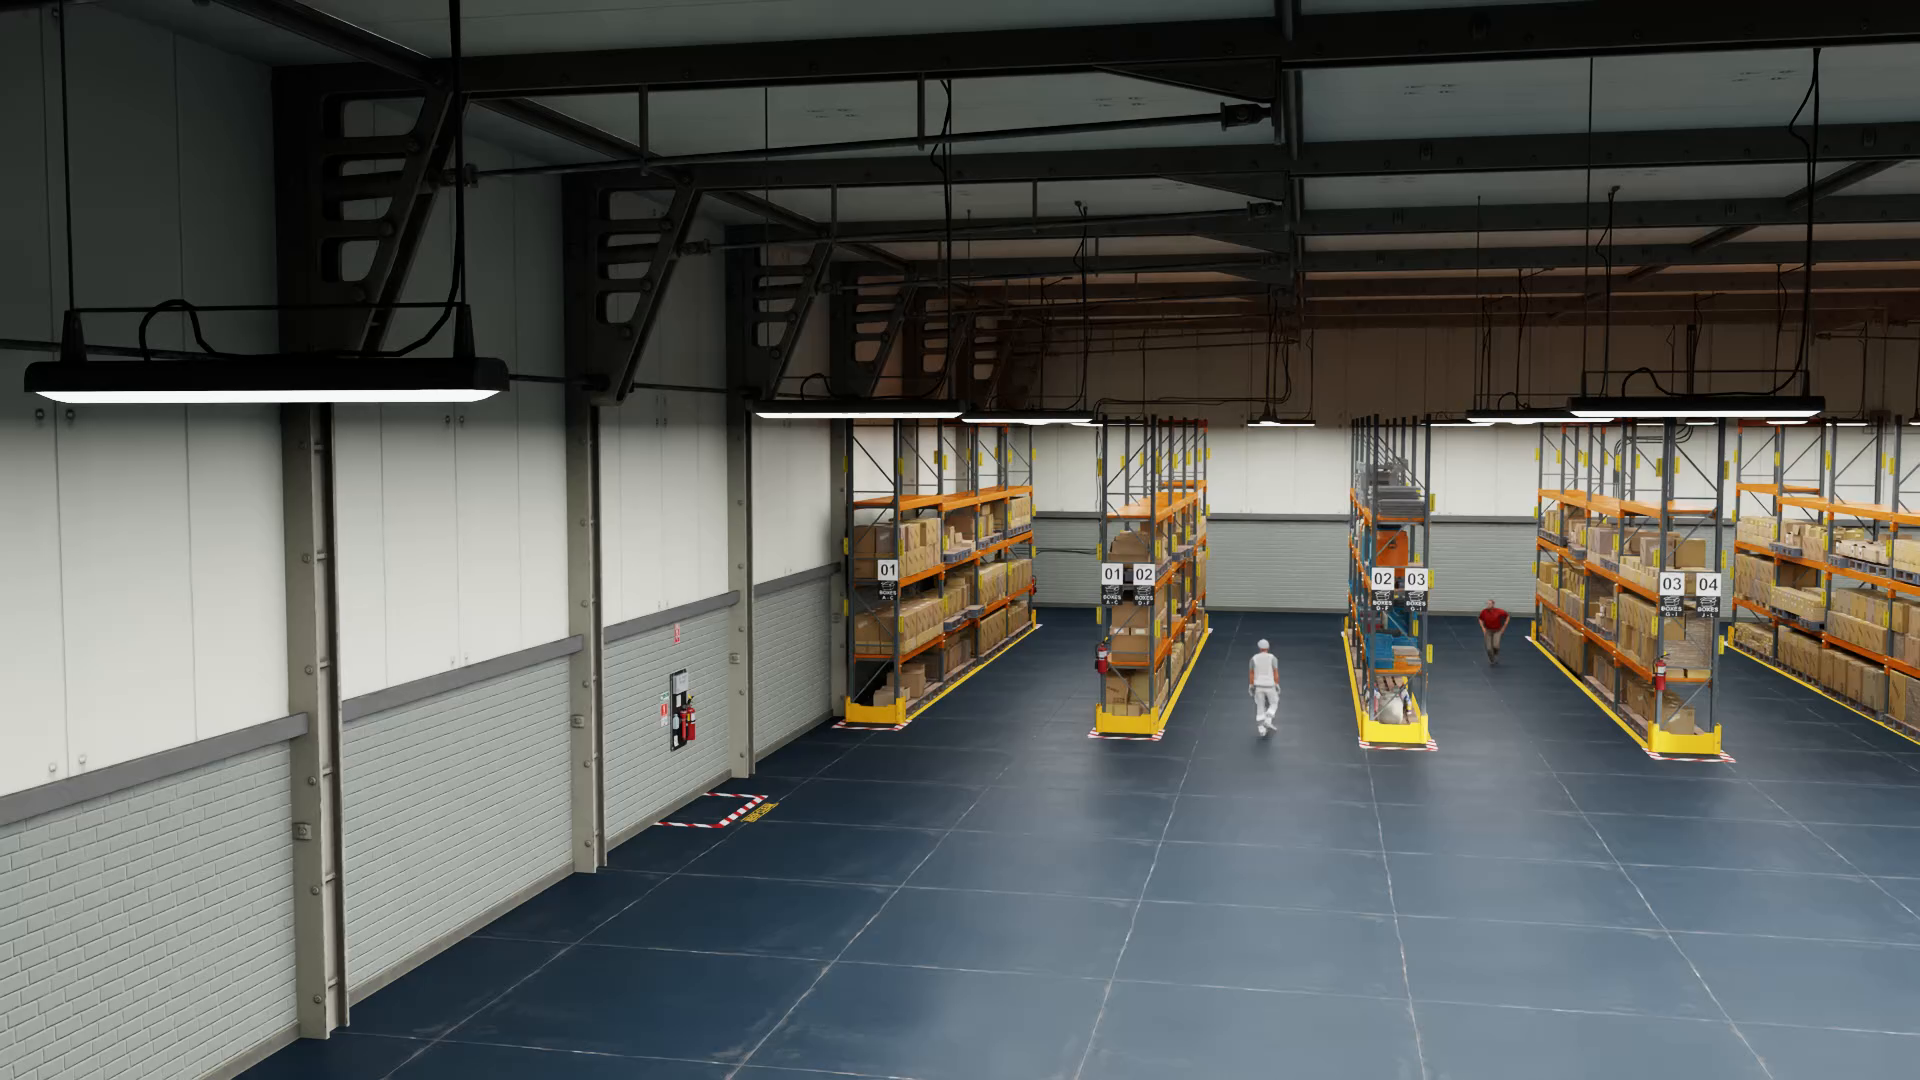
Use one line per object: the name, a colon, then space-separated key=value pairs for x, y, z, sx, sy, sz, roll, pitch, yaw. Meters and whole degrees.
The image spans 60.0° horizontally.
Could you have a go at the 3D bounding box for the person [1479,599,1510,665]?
person: x=12.910 y=2.235 z=40.173 sx=0.716 sy=1.636 sz=0.704 roll=2 pitch=4 yaw=23

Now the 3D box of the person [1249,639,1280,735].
person: x=5.695 y=2.755 z=31.127 sx=0.585 sy=1.781 sz=0.496 roll=2 pitch=4 yaw=24
